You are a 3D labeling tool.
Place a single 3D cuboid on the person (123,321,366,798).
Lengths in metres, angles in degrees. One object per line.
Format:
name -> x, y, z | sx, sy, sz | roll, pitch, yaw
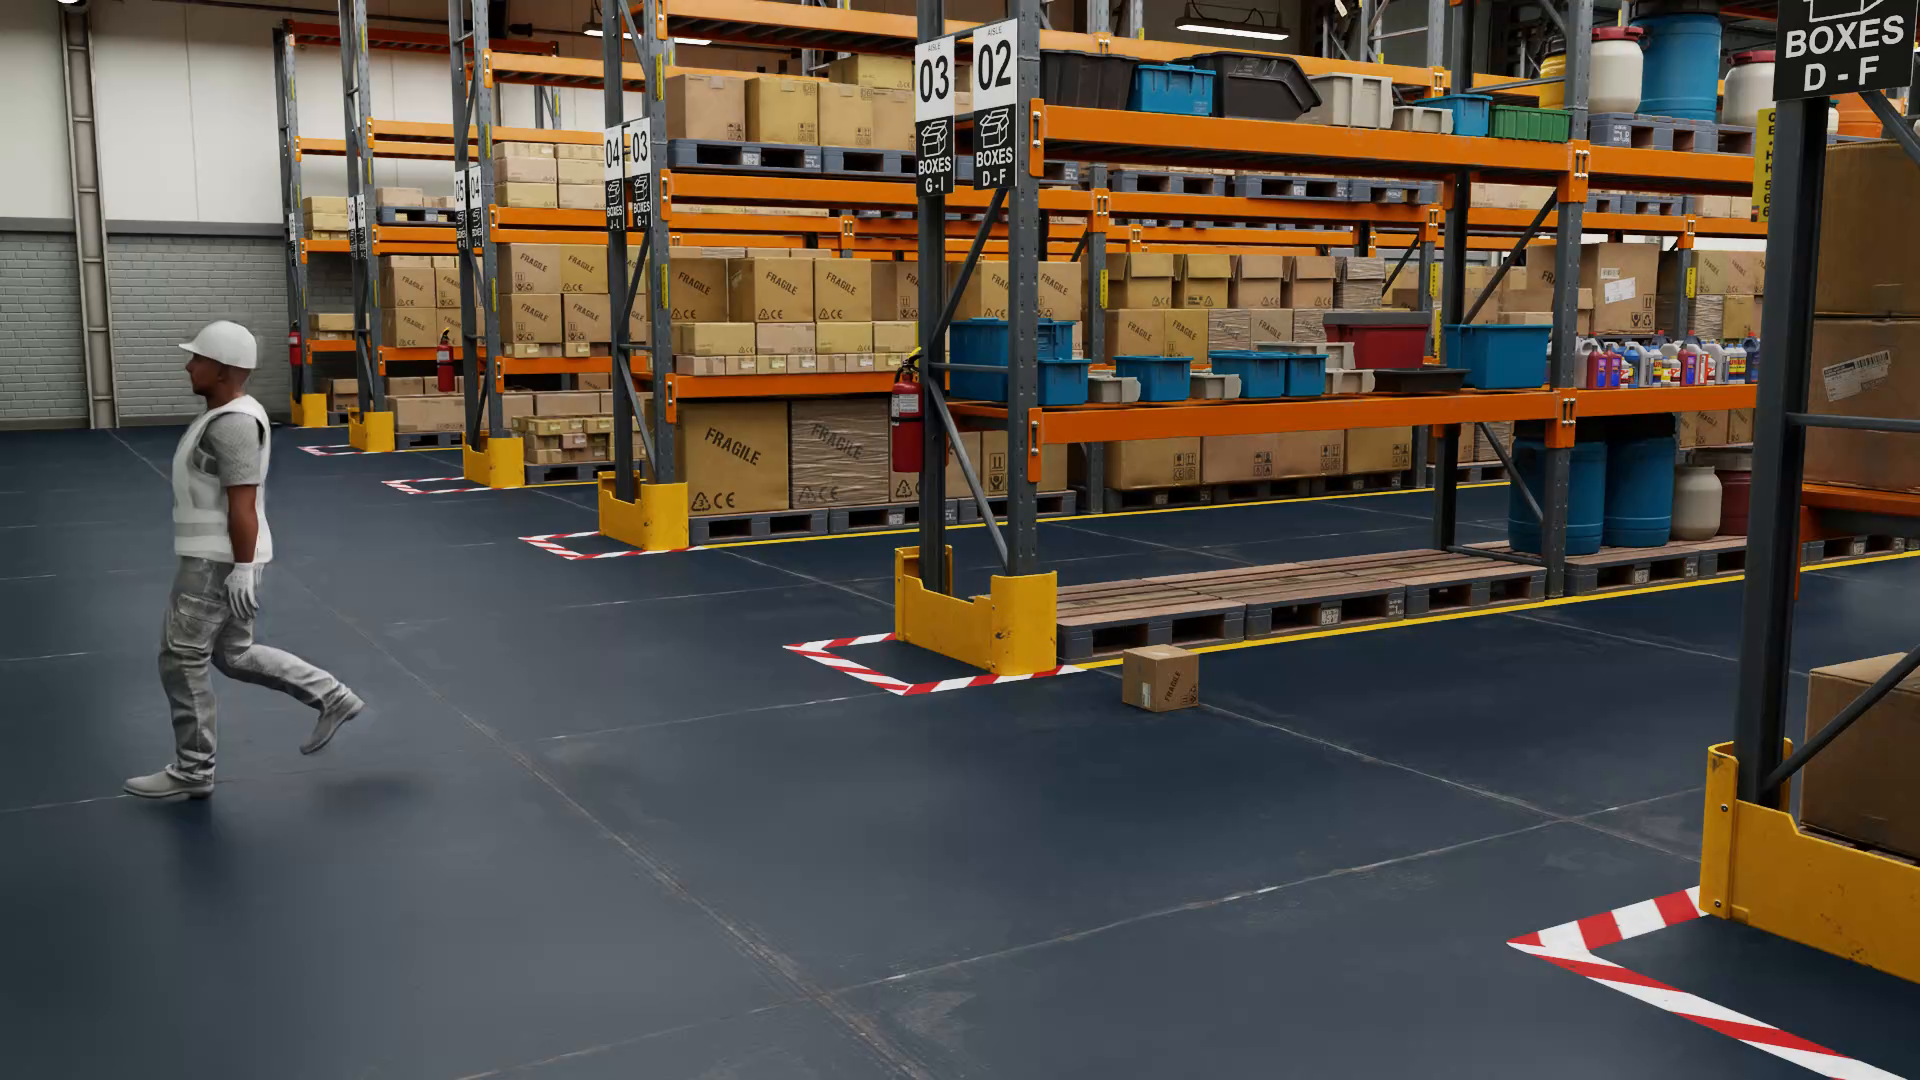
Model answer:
person -> -2.716, 0.065, 6.242 | 0.854, 1.761, 0.553 | -3, 8, -18
